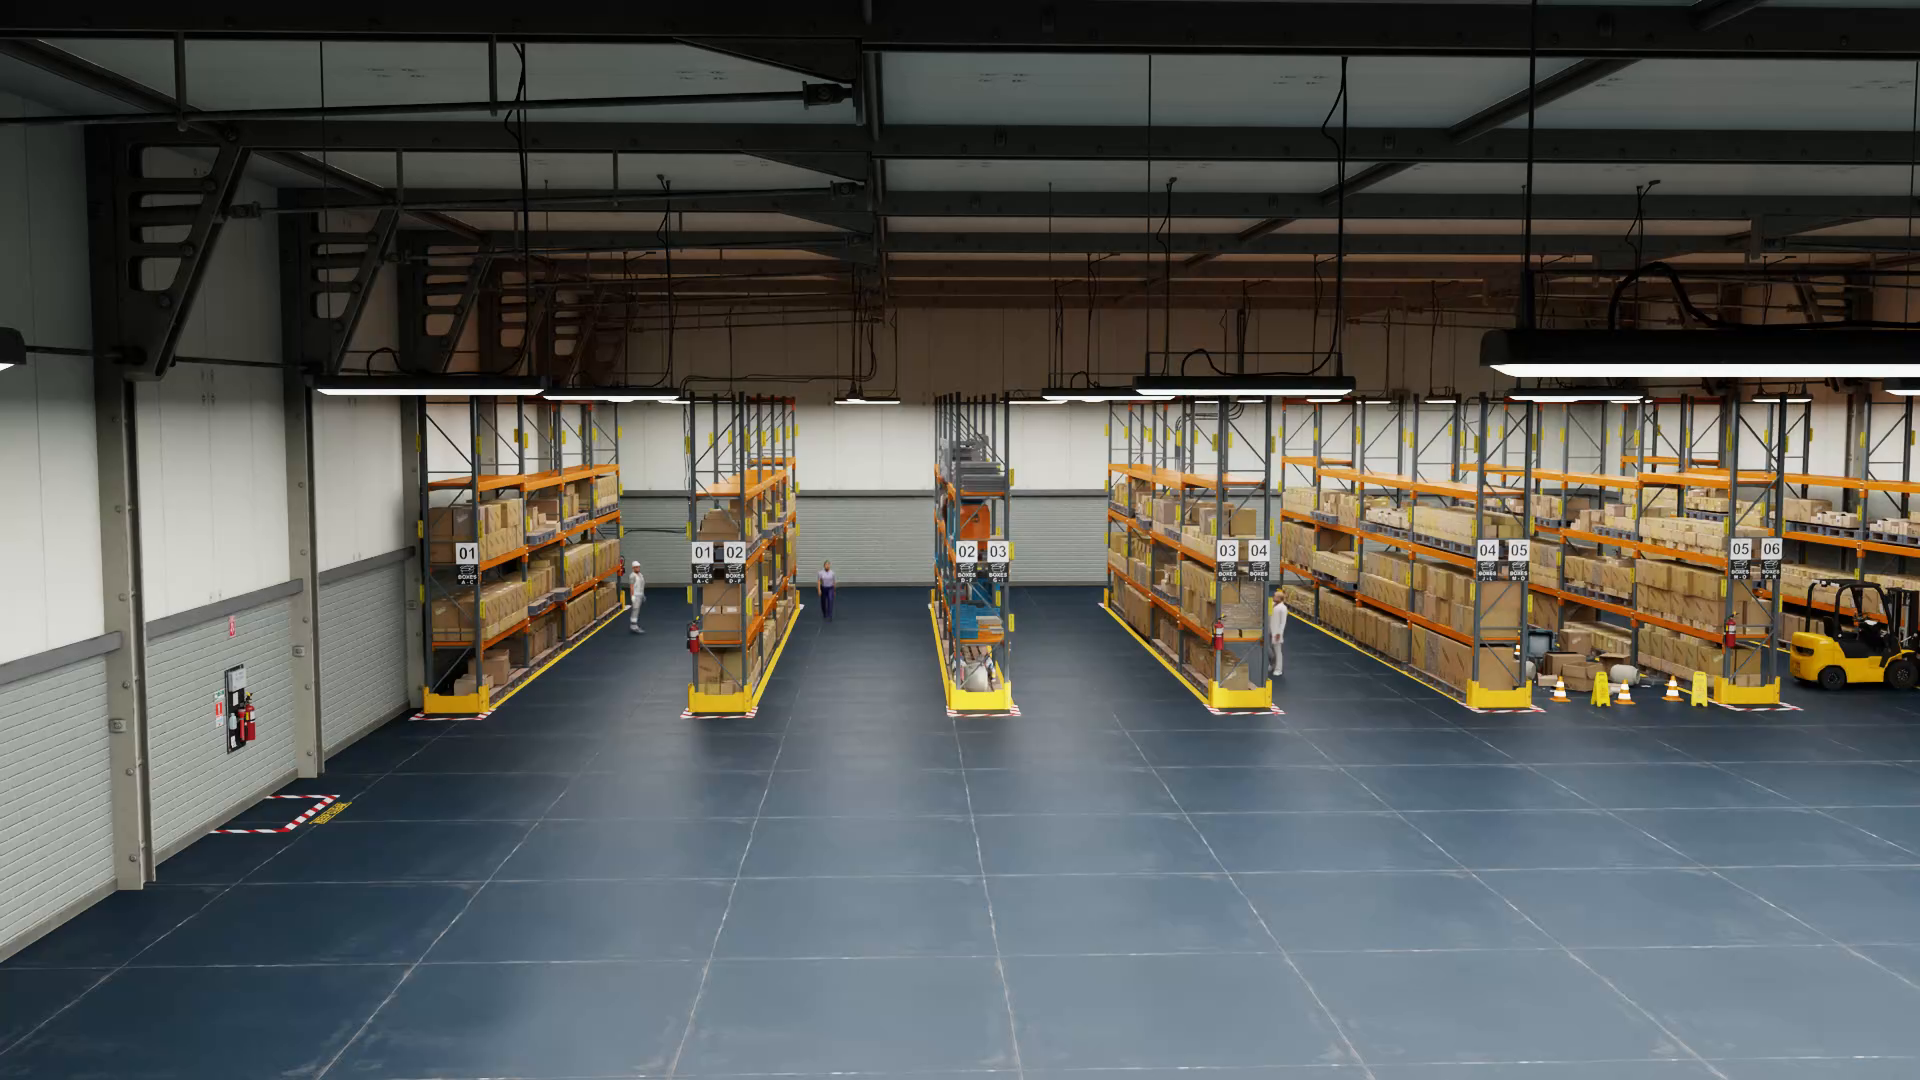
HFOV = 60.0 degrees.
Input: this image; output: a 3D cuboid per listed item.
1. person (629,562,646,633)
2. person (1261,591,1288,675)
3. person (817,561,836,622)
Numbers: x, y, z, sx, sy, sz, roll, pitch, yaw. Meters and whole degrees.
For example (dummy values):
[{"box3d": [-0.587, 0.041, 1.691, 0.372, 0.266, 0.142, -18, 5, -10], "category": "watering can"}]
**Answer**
[{"box3d": [-8.219, 1.447, 42.297, 0.373, 1.805, 0.614, 0, 5, 5], "category": "person"}, {"box3d": [6.745, 1.982, 35.617, 0.509, 1.783, 0.663, -3, 5, -32], "category": "person"}, {"box3d": [-3.566, 1.362, 44.468, 0.487, 1.605, 0.929, 0, 5, 3], "category": "person"}]
